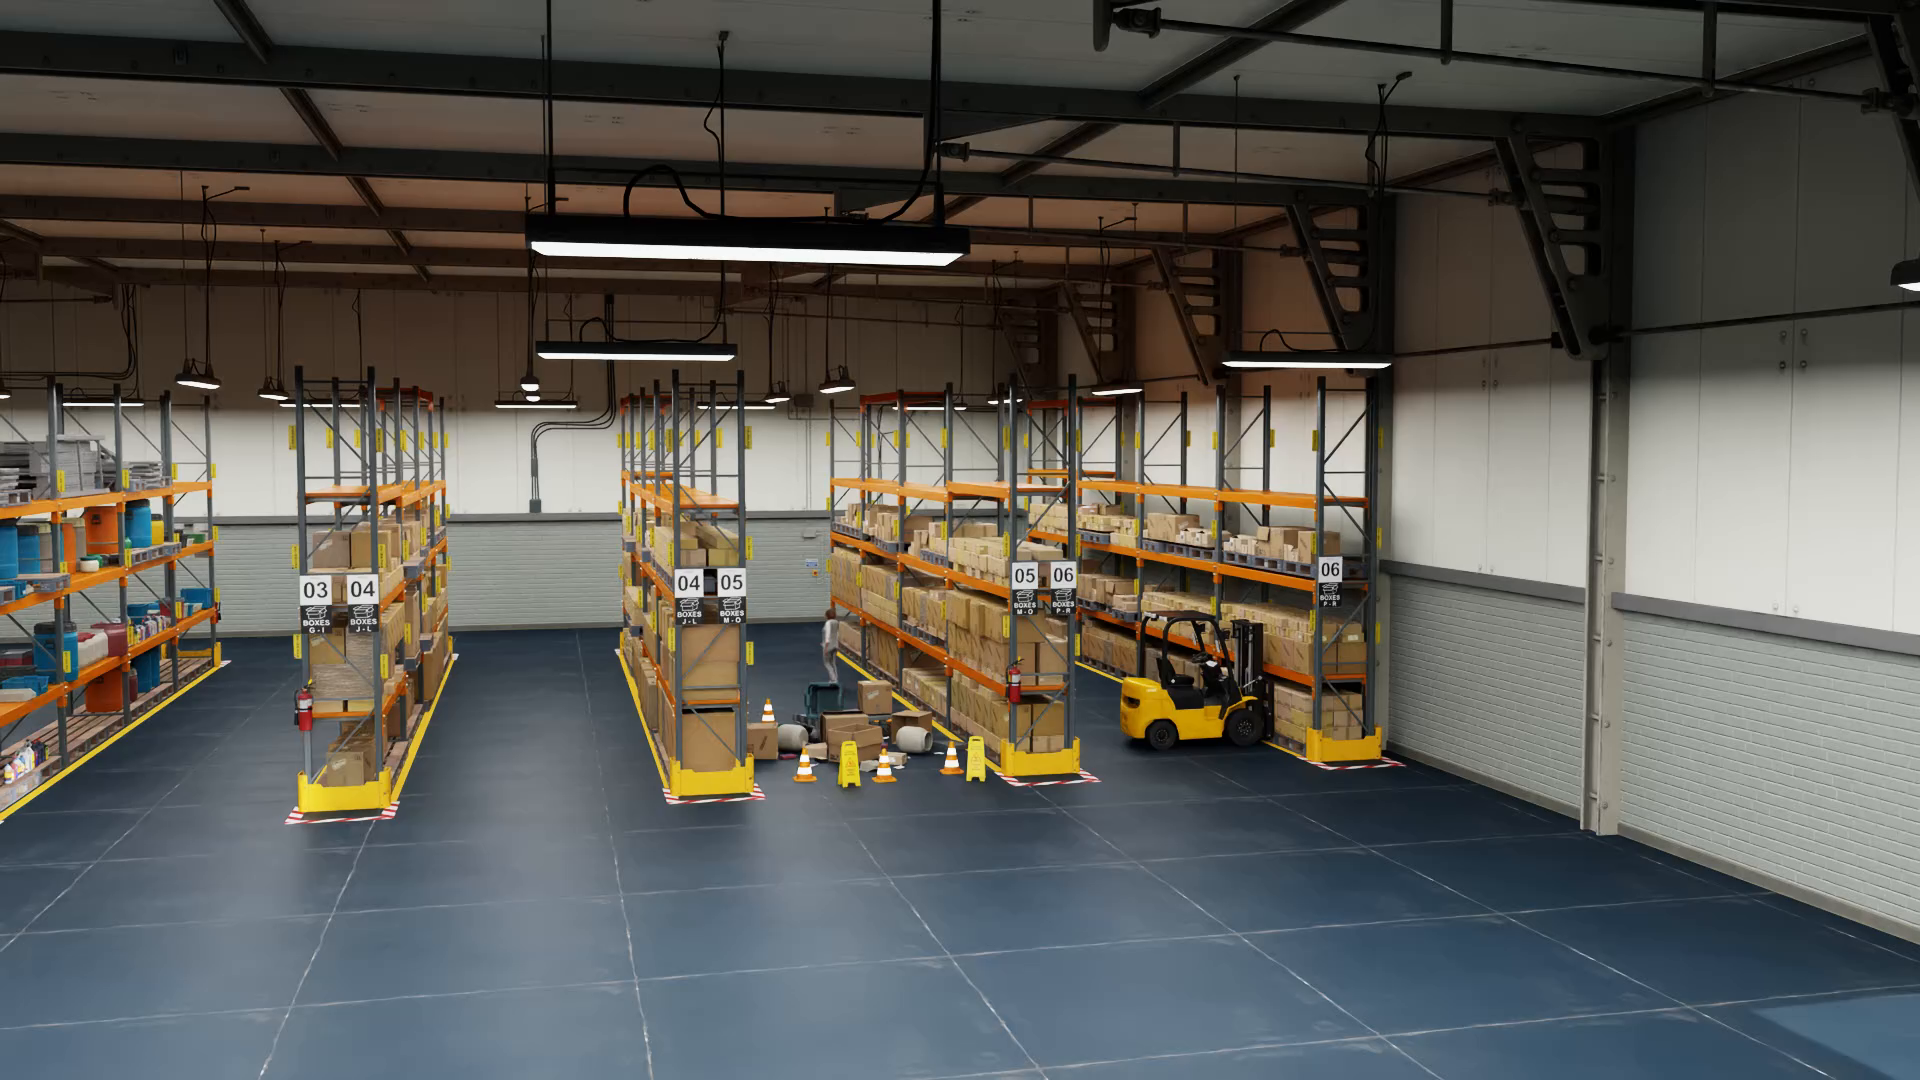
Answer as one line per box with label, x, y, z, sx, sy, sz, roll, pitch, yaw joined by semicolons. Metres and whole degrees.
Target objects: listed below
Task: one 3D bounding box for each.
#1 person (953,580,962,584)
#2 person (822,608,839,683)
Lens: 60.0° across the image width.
person;-0.095;1.702;41.459;0.656;1.683;0.456;-1;3;-11
person;-2.609;2.207;33.757;0.359;1.642;0.444;2;4;33
